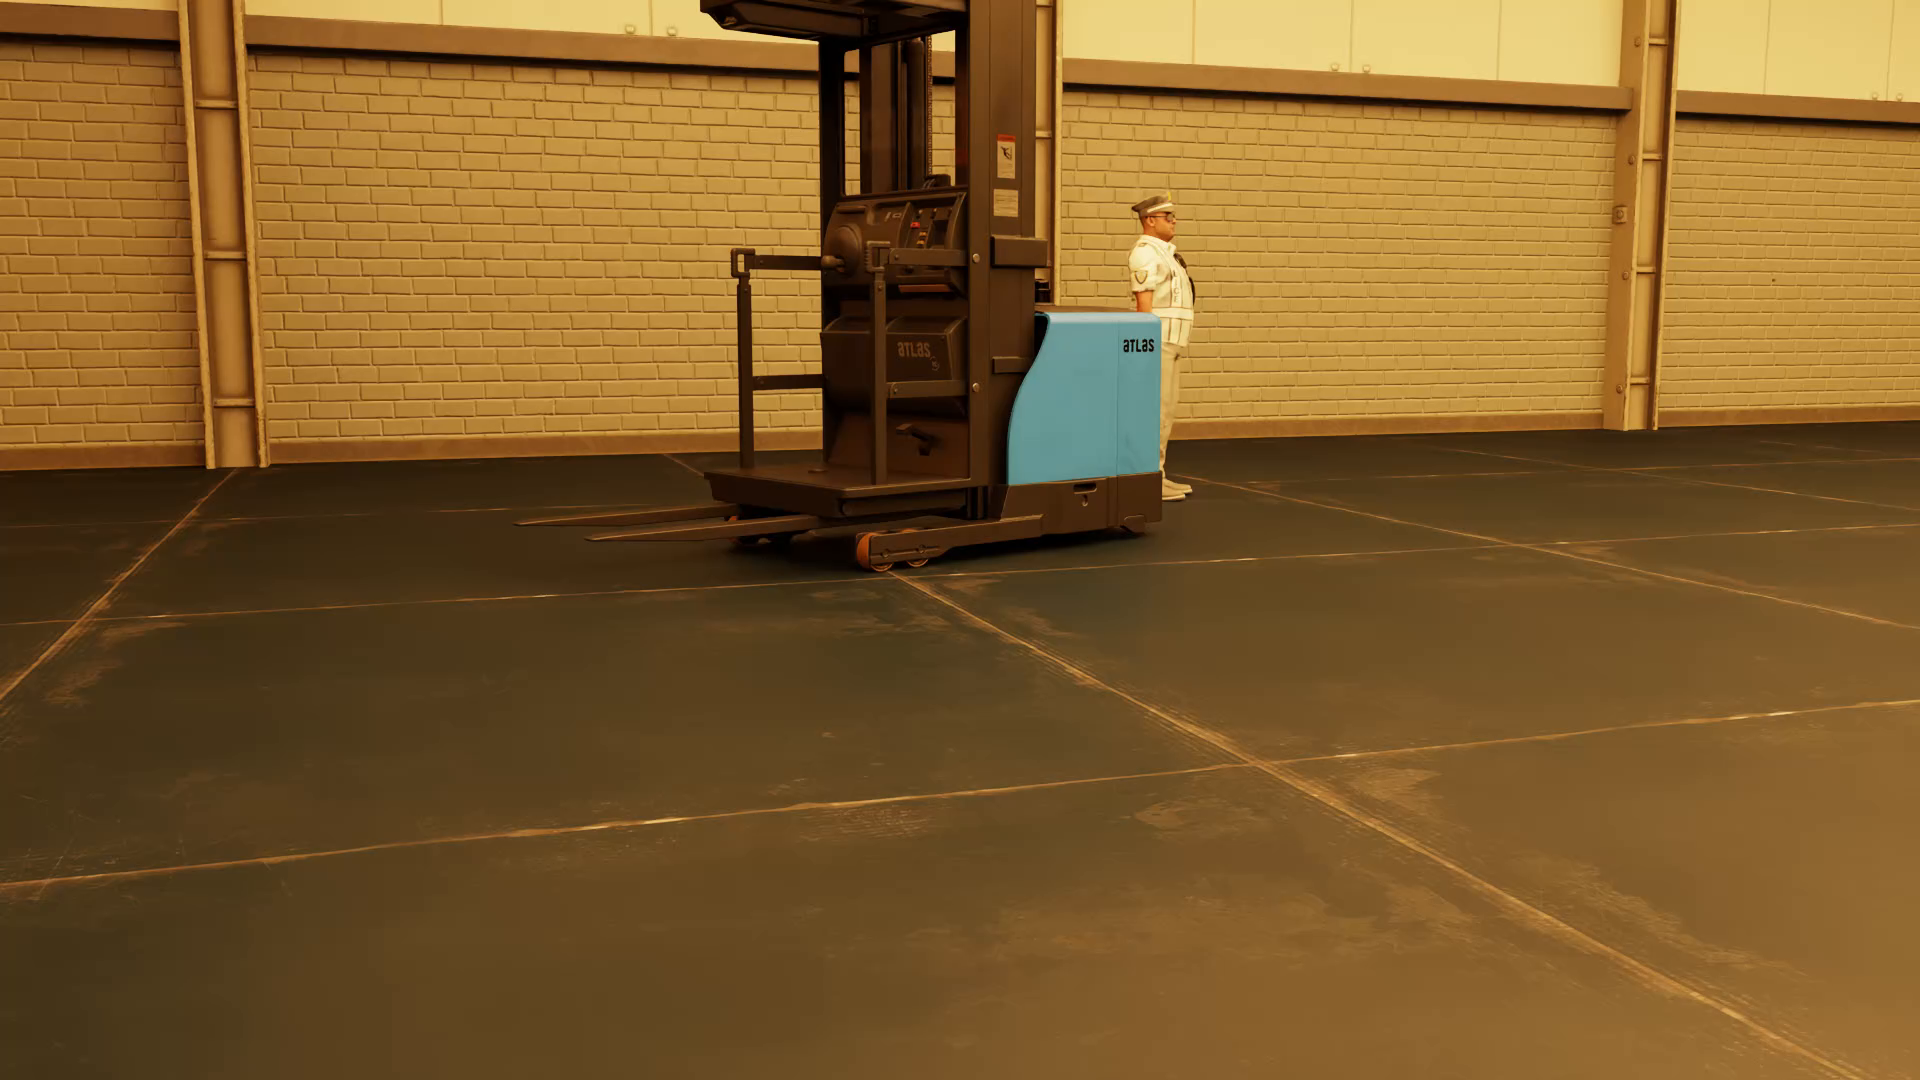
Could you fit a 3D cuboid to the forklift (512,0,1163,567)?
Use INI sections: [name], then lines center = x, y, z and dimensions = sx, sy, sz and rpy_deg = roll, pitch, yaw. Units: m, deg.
[forklift]
center = -0.461, -1.399, 7.333
dimensions = 3.031, 2.935, 1.130
rpy_deg = -7, 10, -40
